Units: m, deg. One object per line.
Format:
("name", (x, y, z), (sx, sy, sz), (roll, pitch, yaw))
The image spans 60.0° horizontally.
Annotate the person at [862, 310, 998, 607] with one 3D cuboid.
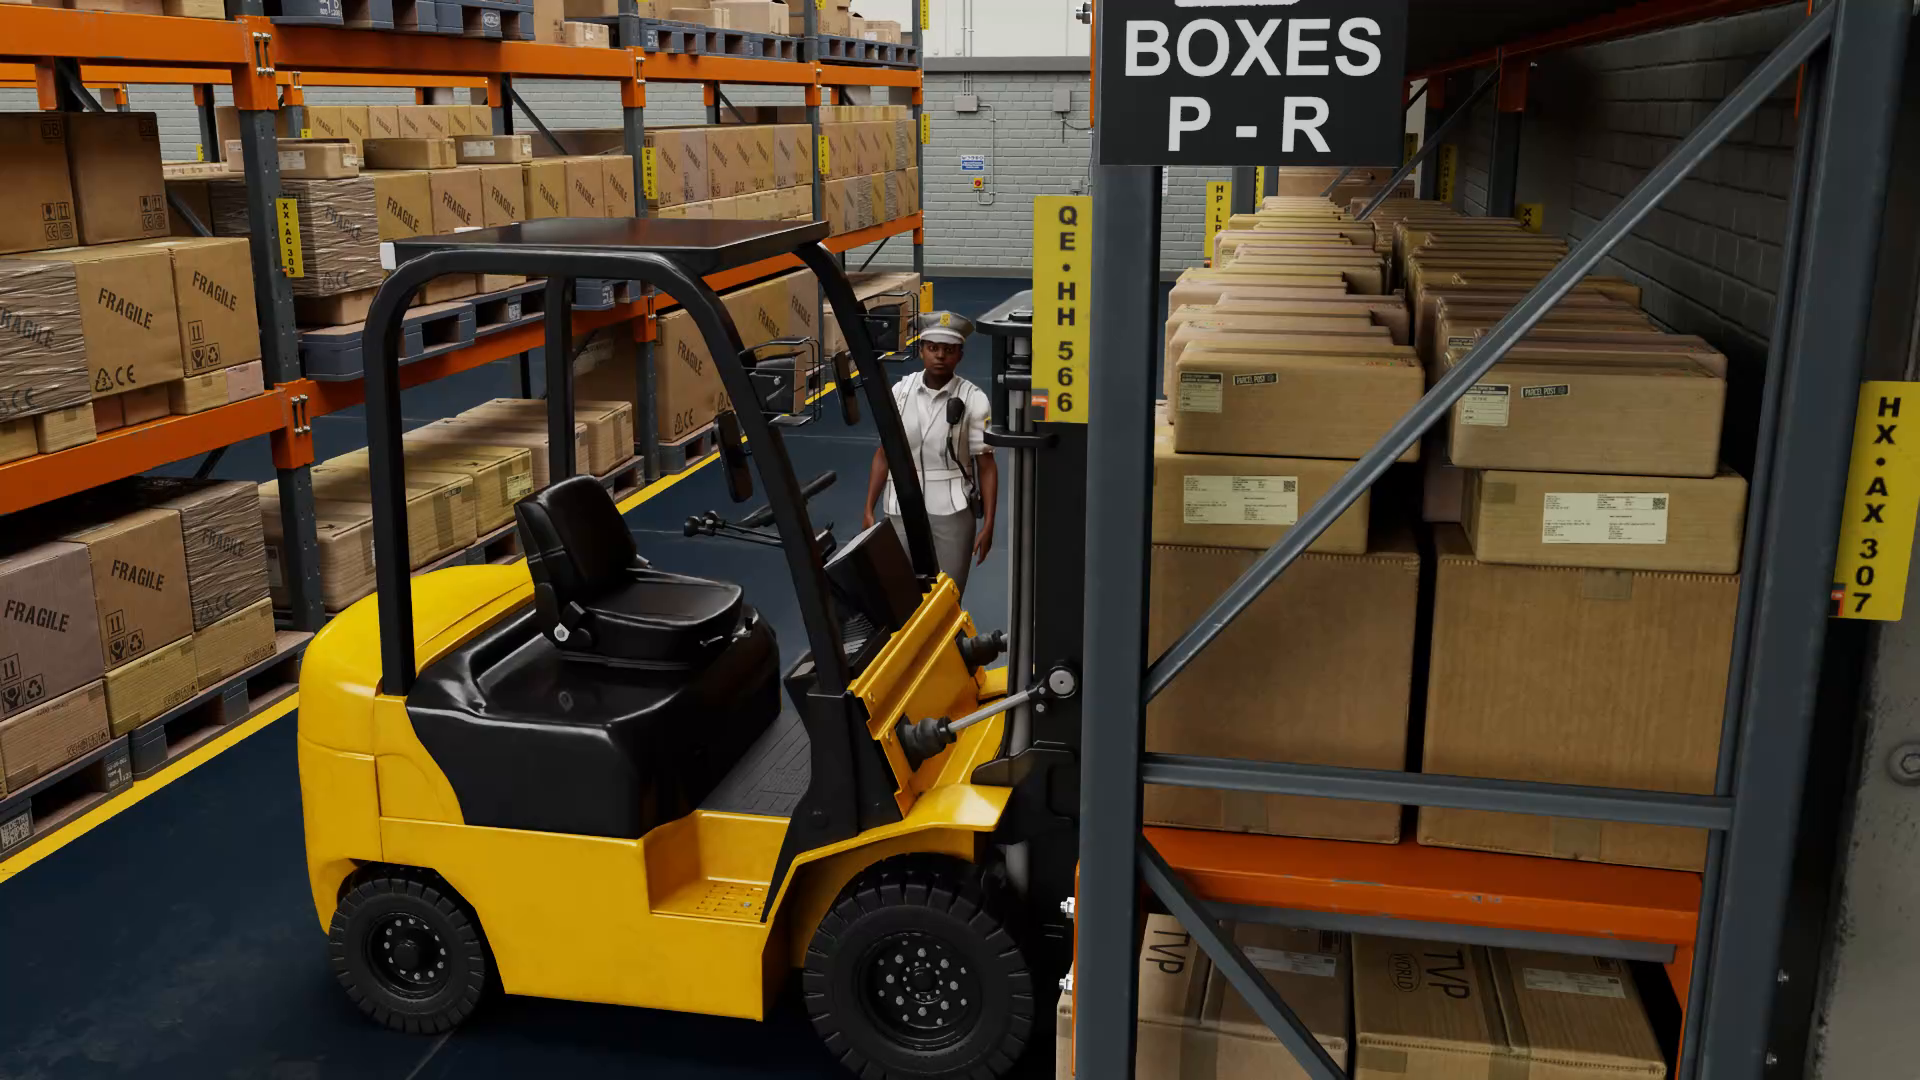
("person", (-0.146, -0.063, 6.651), (0.570, 1.698, 0.528), (3, 15, 11))
